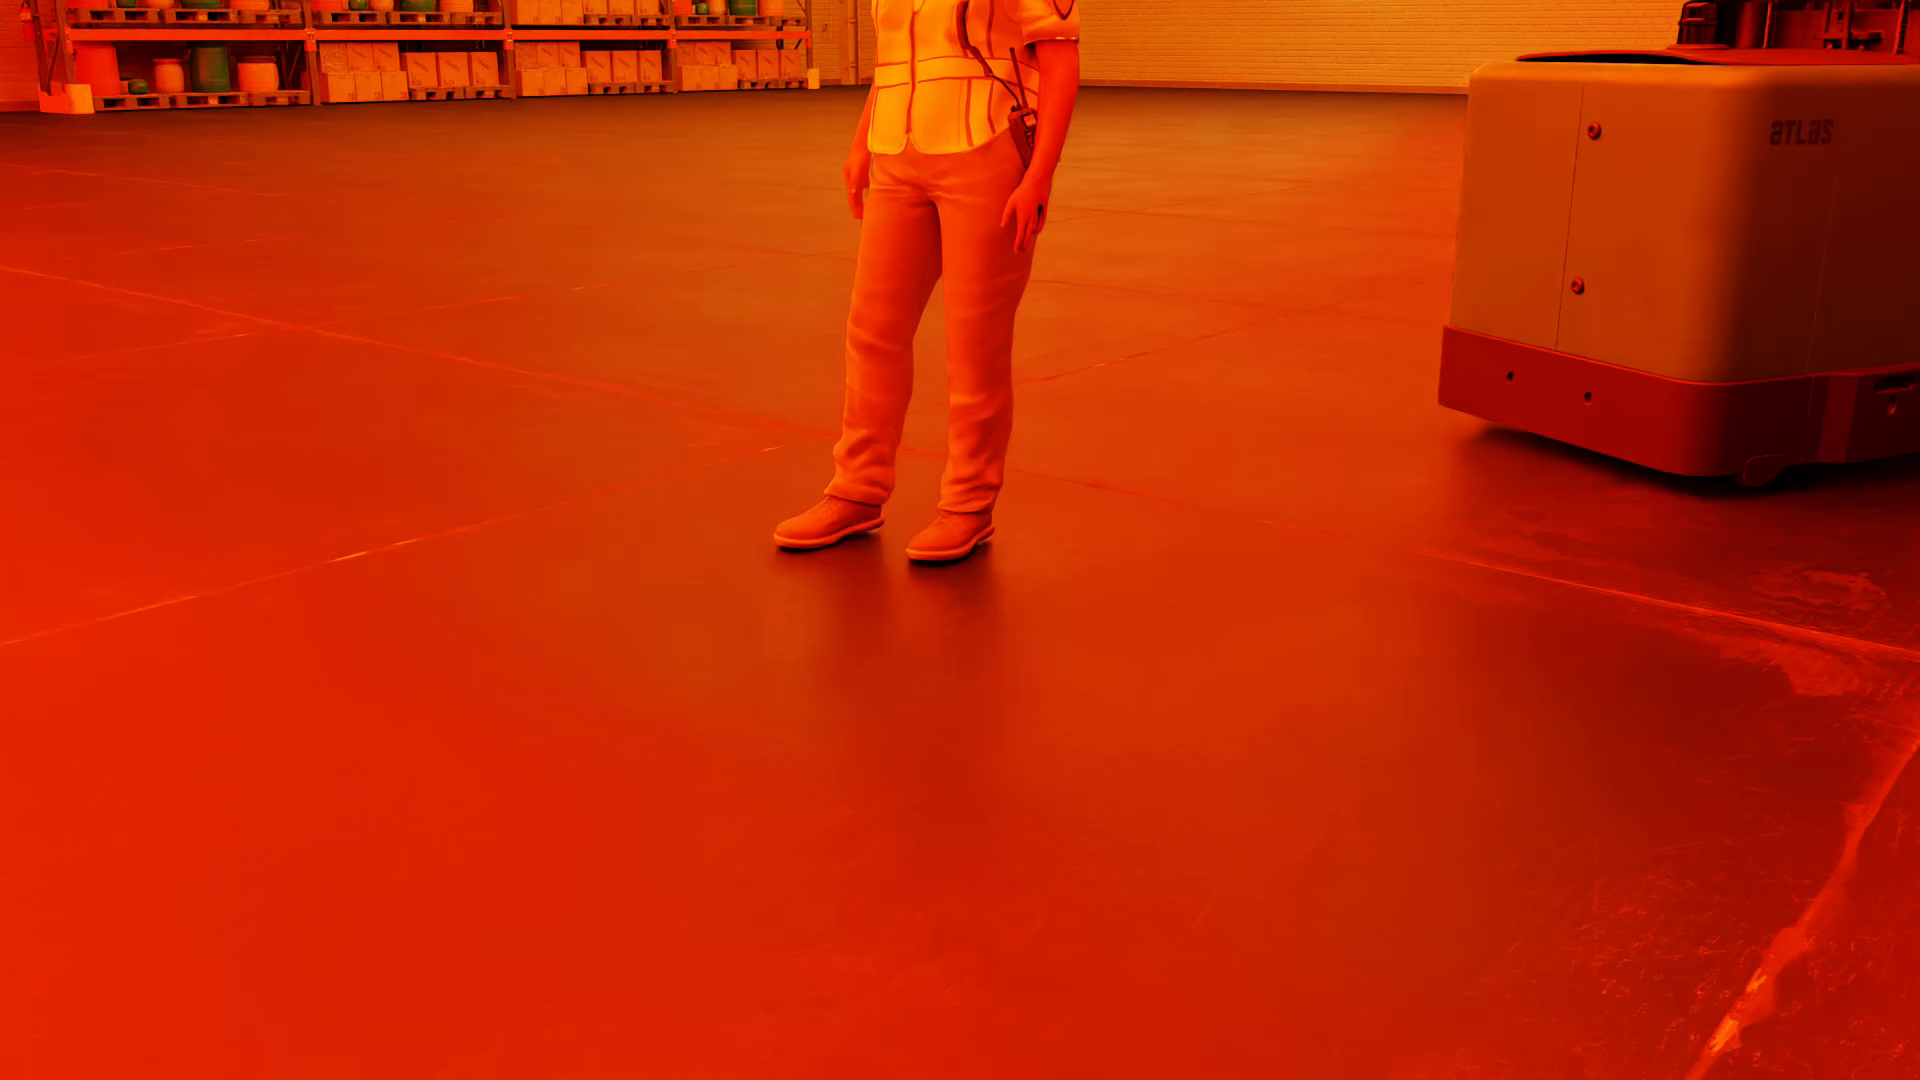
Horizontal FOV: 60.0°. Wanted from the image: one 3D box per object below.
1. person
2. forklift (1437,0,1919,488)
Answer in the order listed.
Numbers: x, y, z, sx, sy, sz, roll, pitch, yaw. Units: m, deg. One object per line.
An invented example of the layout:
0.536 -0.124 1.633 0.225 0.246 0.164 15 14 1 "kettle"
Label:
-0.066 -0.791 3.655 0.598 1.670 0.529 13 21 37 "person"
3.018 -1.799 4.824 3.031 2.935 1.130 -7 18 -23 "forklift"
